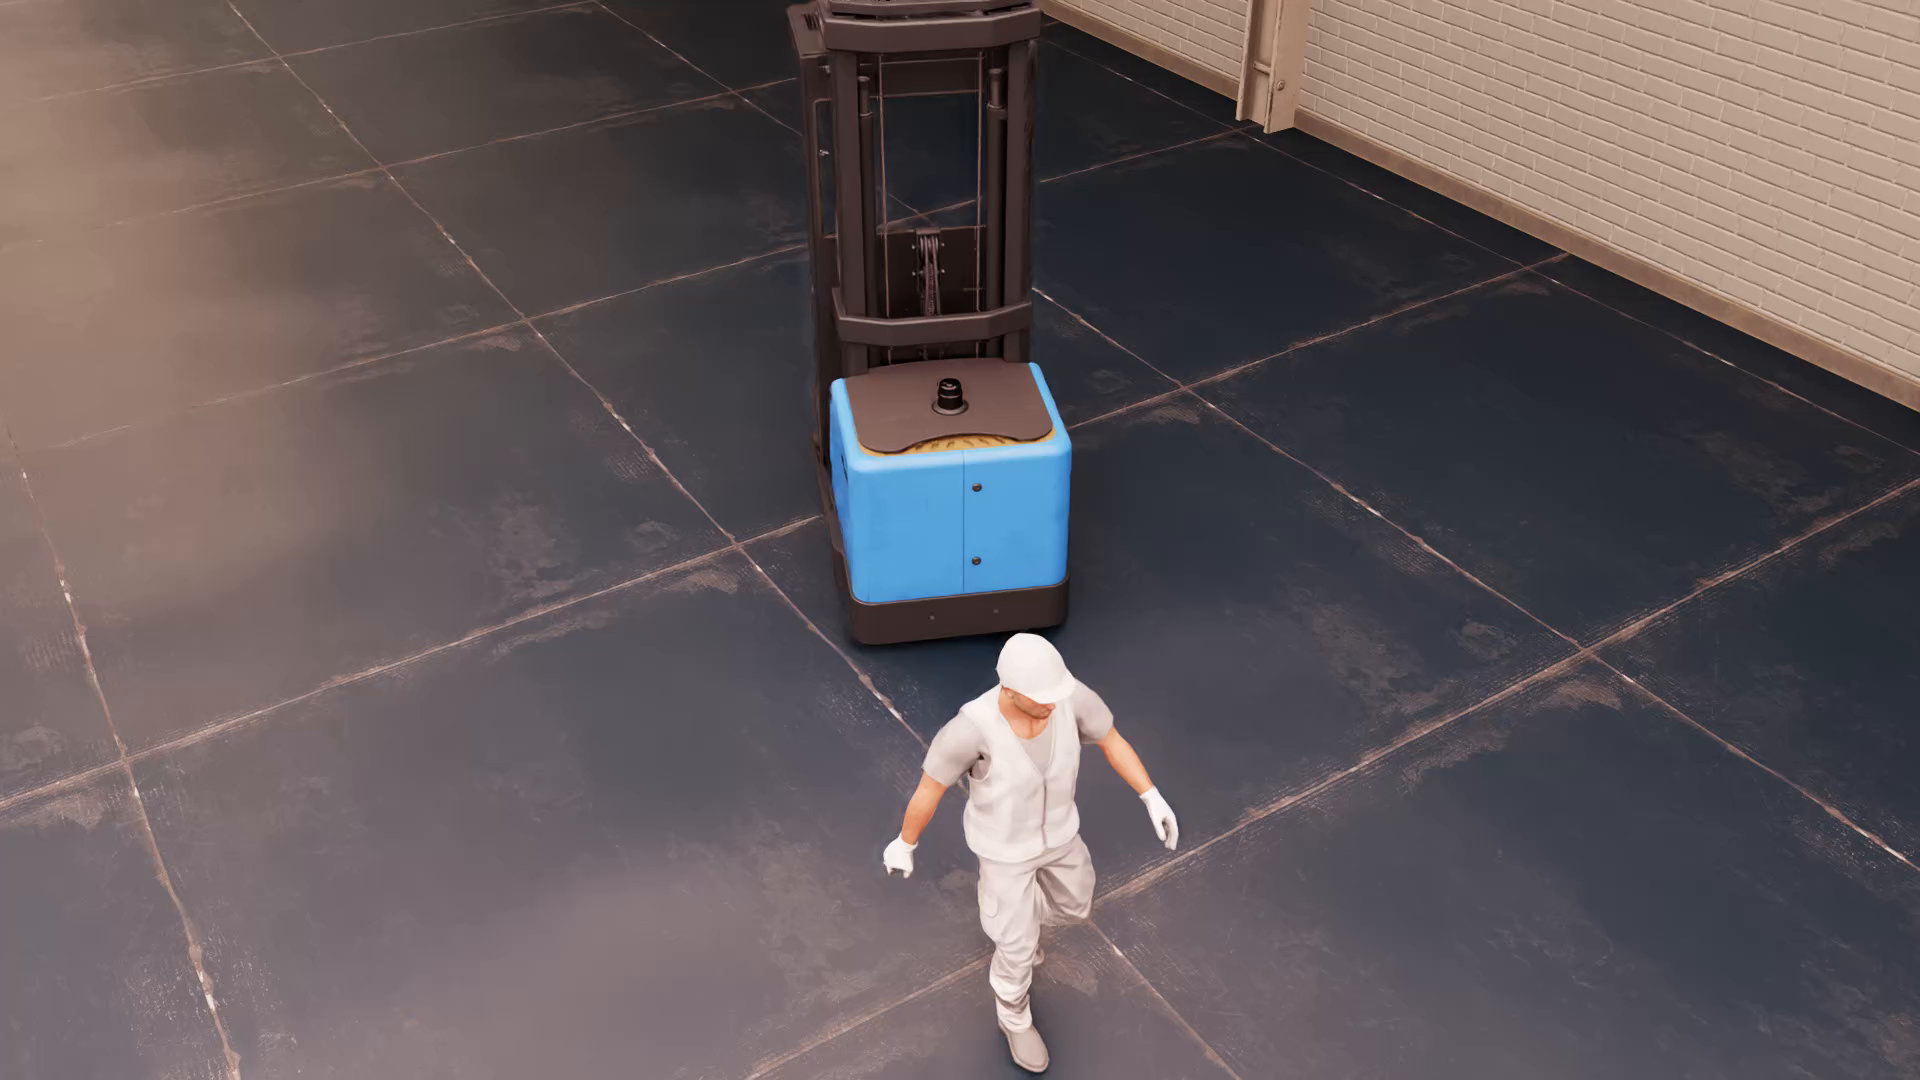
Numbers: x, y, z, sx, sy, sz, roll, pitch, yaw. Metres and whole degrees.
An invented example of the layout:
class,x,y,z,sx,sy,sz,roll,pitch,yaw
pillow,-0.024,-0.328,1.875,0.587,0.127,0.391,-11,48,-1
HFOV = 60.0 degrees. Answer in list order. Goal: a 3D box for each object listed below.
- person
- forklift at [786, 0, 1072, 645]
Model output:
class,x,y,z,sx,sy,sz,roll,pitch,yaw
person,0.217,1.023,5.707,0.880,1.764,0.683,-20,40,-26
forklift,-0.232,-1.543,8.343,1.130,2.935,3.031,-6,35,-8
